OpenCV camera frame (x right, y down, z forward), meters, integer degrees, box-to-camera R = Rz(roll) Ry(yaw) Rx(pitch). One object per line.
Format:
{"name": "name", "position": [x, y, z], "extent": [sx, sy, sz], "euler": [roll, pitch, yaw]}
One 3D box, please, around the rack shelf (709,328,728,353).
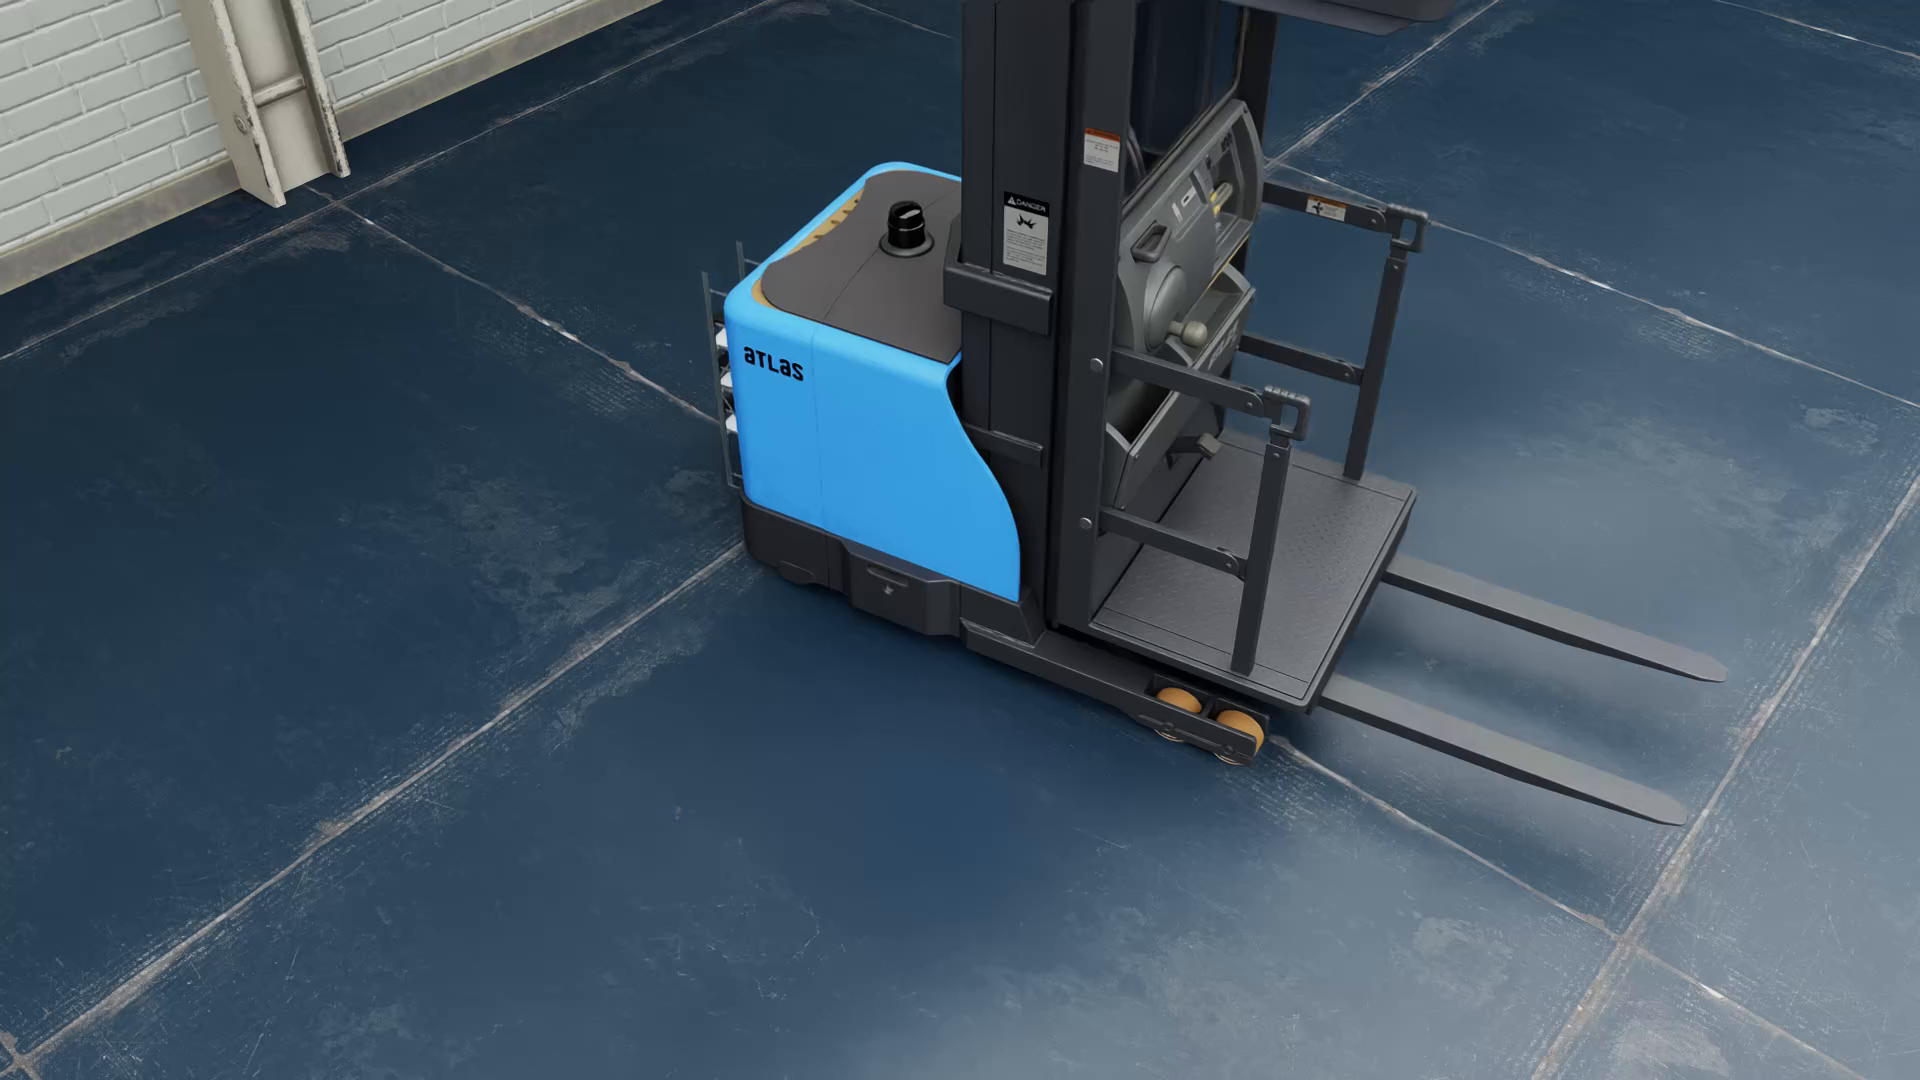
{"name": "rack shelf", "position": [-0.679, -0.663, 5.592], "extent": [0.258, 0.077, 0.200], "euler": [19, 46, 20]}

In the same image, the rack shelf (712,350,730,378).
{"name": "rack shelf", "position": [-0.679, -0.597, 5.653], "extent": [0.258, 0.077, 0.200], "euler": [19, 46, 20]}

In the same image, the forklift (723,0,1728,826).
{"name": "forklift", "position": [0.817, -0.820, 4.473], "extent": [3.031, 2.935, 1.130], "euler": [20, 46, 21]}

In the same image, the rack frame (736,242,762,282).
{"name": "rack frame", "position": [-0.632, -0.616, 5.758], "extent": [0.240, 0.900, 0.006], "euler": [19, 46, 20]}

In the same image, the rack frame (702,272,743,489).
{"name": "rack frame", "position": [-0.725, -0.494, 5.624], "extent": [0.240, 0.900, 0.006], "euler": [19, 46, 20]}

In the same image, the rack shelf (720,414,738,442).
{"name": "rack shelf", "position": [-0.679, -0.397, 5.835], "extent": [0.258, 0.077, 0.200], "euler": [19, 46, 20]}

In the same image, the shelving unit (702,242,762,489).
{"name": "shelving unit", "position": [-0.679, -0.555, 5.691], "extent": [0.258, 0.900, 0.210], "euler": [19, 46, 20]}

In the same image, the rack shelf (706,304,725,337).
{"name": "rack shelf", "position": [-0.679, -0.730, 5.532], "extent": [0.258, 0.077, 0.200], "euler": [19, 46, 20]}

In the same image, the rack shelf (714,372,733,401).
{"name": "rack shelf", "position": [-0.679, -0.530, 5.714], "extent": [0.258, 0.077, 0.200], "euler": [19, 46, 20]}

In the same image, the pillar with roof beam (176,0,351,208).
{"name": "pillar with roof beam", "position": [0.274, -3.104, 2.475], "extent": [9.100, 9.000, 0.400], "euler": [29, 50, 28]}

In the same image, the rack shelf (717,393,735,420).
{"name": "rack shelf", "position": [-0.679, -0.463, 5.774], "extent": [0.258, 0.077, 0.200], "euler": [19, 46, 20]}
